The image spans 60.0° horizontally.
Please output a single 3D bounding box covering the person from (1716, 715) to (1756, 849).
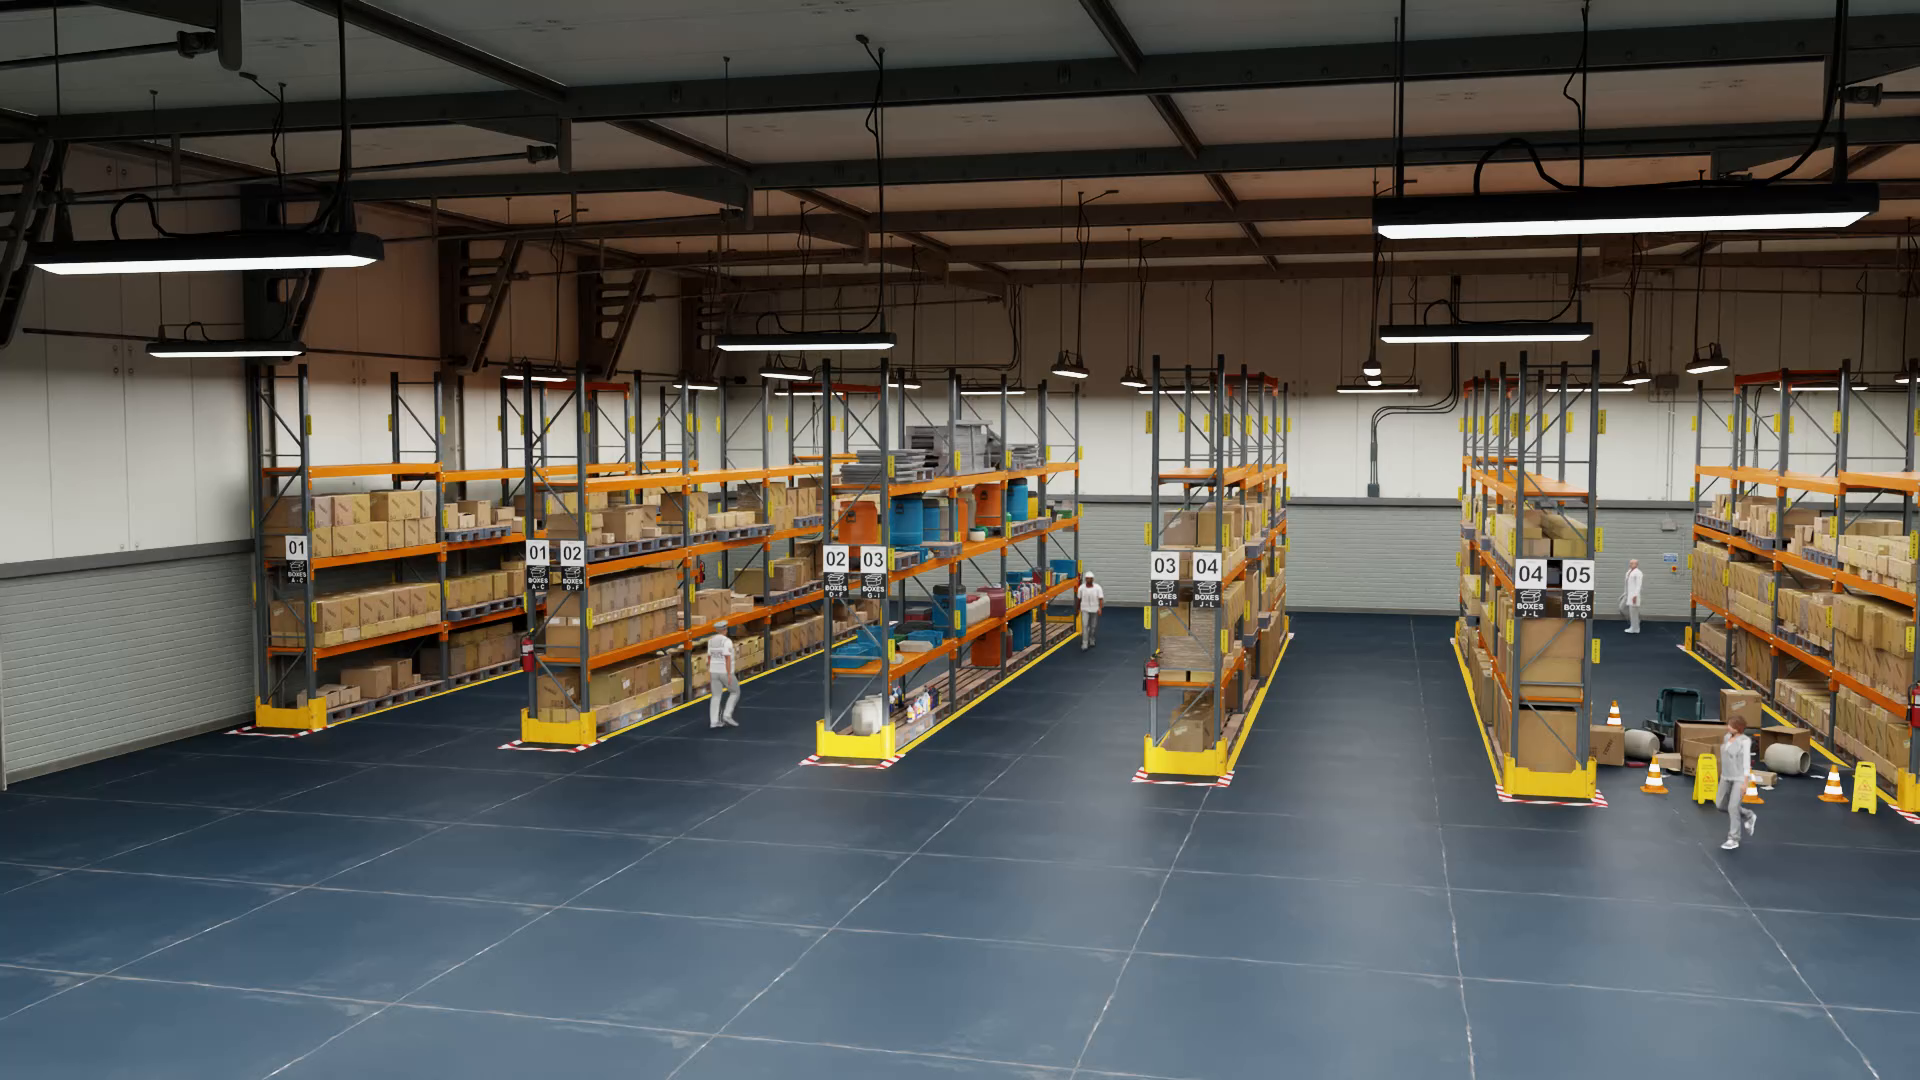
[{"bbox_3d":[9.234,2.843,19.698,0.607,1.583,0.455,-1,4,-18],"label":"person"}]

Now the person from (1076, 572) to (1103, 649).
[{"bbox_3d":[2.910,1.564,37.159,0.593,1.698,1.090,0,4,-1],"label":"person"}]

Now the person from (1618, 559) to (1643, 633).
[{"bbox_3d":[16.124,1.347,39.943,0.508,1.795,0.619,-1,4,-9],"label":"person"}]

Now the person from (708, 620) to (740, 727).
[{"bbox_3d":[-3.965,2.218,27.571,0.565,1.771,0.525,2,4,26],"label":"person"}]
